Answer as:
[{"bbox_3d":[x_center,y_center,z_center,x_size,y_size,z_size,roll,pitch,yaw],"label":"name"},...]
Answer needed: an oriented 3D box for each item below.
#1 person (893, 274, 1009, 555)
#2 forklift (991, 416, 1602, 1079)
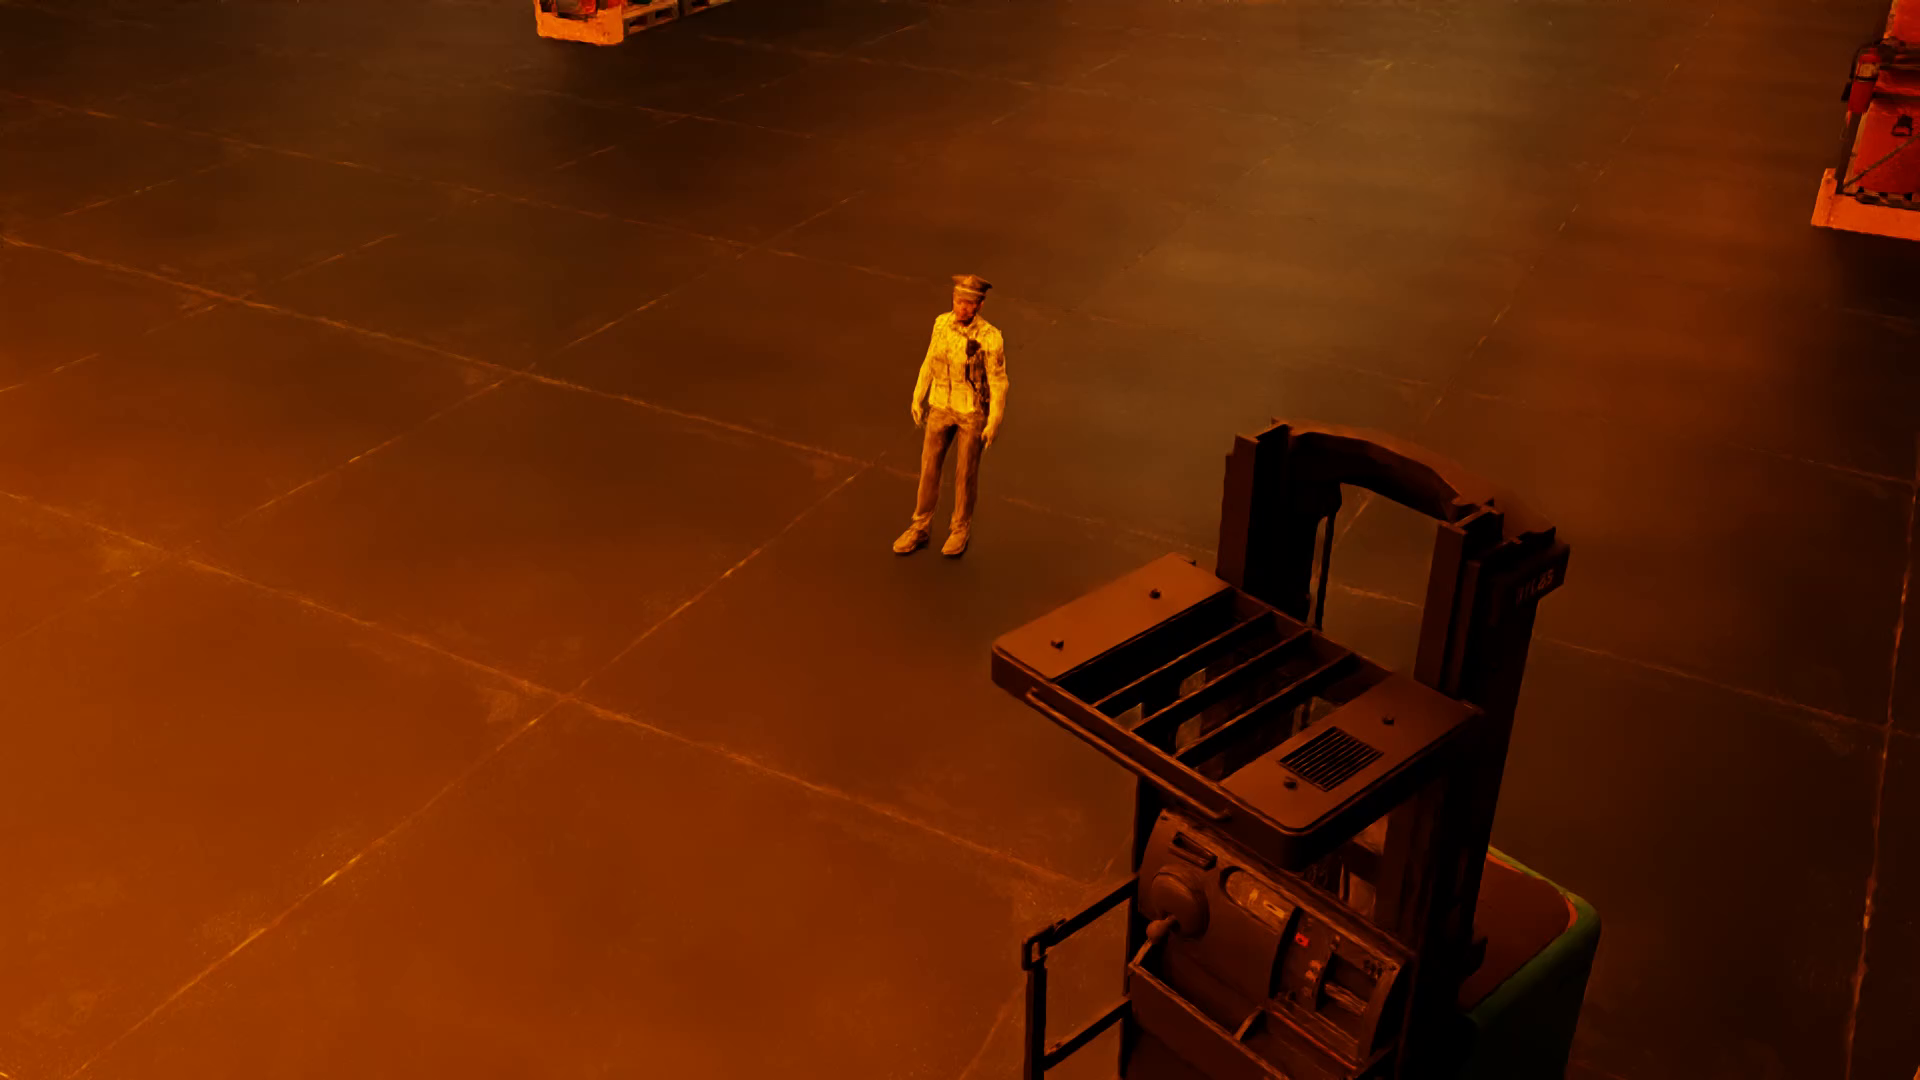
[{"bbox_3d":[-0.039,-0.713,9.527,0.586,1.695,0.533,15,33,25],"label":"person"},{"bbox_3d":[0.767,1.224,4.949,3.031,2.935,1.130,-24,37,-35],"label":"forklift"}]
